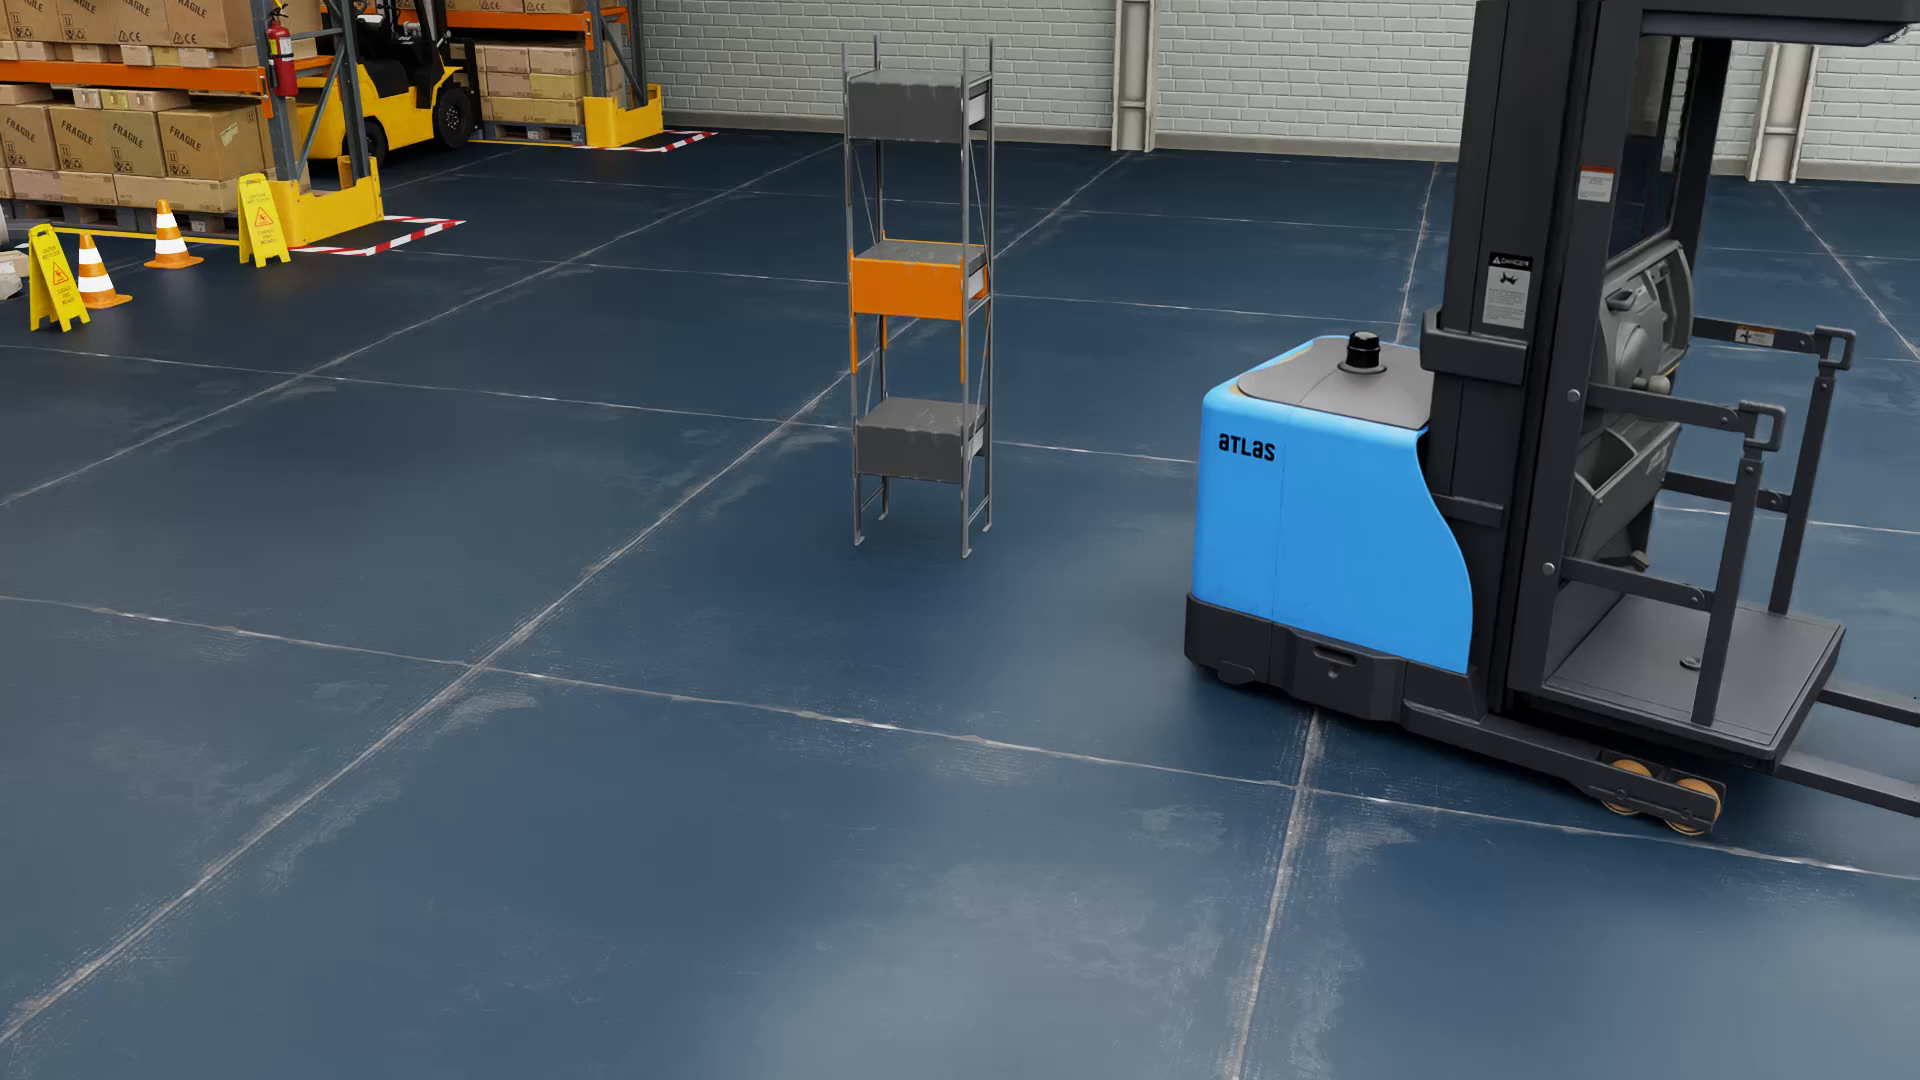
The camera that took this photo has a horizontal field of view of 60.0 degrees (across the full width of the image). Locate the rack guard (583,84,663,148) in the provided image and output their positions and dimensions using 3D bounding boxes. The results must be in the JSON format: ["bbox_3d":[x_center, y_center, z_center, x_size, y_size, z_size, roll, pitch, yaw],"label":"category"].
[{"bbox_3d":[-3.543,-4.490,17.558,0.348,0.500,1.175,7,23,16],"label":"rack guard"}]

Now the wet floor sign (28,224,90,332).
[{"bbox_3d":[-5.730,-1.663,10.474,0.232,0.644,0.267,3,22,6],"label":"wet floor sign"}]

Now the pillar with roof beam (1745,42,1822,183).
[{"bbox_3d":[6.273,-5.949,9.916,0.400,9.000,9.100,7,23,16],"label":"pillar with roof beam"}]

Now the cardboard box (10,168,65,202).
[{"bbox_3d":[-7.316,-2.932,13.534,0.500,0.250,0.500,6,23,15],"label":"cardboard box"}]

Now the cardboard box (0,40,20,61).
[{"bbox_3d":[-7.395,-3.873,13.090,0.250,0.149,0.380,7,23,16],"label":"cardboard box"}]

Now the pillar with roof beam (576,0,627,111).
[{"bbox_3d":[-5.216,-7.265,13.123,0.400,9.000,9.100,7,23,16],"label":"pillar with roof beam"}]

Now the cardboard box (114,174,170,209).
[{"bbox_3d":[-6.342,-2.818,13.257,0.500,0.250,0.500,7,23,16],"label":"cardboard box"}]

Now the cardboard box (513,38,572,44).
[{"bbox_3d":[-4.451,-5.209,17.769,0.500,0.250,0.500,7,23,16],"label":"cardboard box"}]

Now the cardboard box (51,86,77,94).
[{"bbox_3d":[-7.694,-3.531,14.006,0.500,0.500,0.500,7,23,16],"label":"cardboard box"}]

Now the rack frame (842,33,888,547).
[{"bbox_3d":[-0.392,-1.016,6.981,0.015,2.100,0.400,7,23,16],"label":"rack frame"}]

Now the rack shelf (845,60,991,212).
[{"bbox_3d":[-0.158,-1.625,6.655,0.480,0.518,0.431,7,23,16],"label":"rack shelf"}]

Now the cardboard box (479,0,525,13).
[{"bbox_3d":[-4.607,-5.714,17.117,0.500,0.500,0.500,7,23,17],"label":"cardboard box"}]

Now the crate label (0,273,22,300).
[{"bbox_3d":[-6.546,-1.723,11.289,0.298,0.136,0.250,-5,23,-12],"label":"crate label"}]

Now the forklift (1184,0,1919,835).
[{"bbox_3d":[2.304,-0.684,5.076,3.031,2.935,1.130,16,27,33],"label":"forklift"}]

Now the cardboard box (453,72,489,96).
[{"bbox_3d":[-5.100,-4.850,17.553,0.500,0.250,0.500,6,23,14],"label":"cardboard box"}]

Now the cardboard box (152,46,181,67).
[{"bbox_3d":[-5.930,-3.716,12.707,0.250,0.149,0.380,6,23,15],"label":"cardboard box"}]

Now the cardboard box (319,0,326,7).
[{"bbox_3d":[-6.543,-5.939,17.665,0.500,0.500,0.500,7,23,16],"label":"cardboard box"}]

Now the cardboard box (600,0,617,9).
[{"bbox_3d":[-3.960,-5.851,17.449,0.500,0.500,0.500,7,23,17],"label":"cardboard box"}]

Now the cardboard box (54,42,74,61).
[{"bbox_3d":[-6.874,-3.867,13.076,0.250,0.149,0.380,7,23,16],"label":"cardboard box"}]

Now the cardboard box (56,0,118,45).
[{"bbox_3d":[-6.552,-4.101,12.792,0.500,0.500,0.500,6,23,15],"label":"cardboard box"}]

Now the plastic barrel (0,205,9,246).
[{"bbox_3d":[-7.411,-2.330,12.392,0.512,0.421,0.421,-14,26,-30],"label":"plastic barrel"}]

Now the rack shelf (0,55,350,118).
[{"bbox_3d":[-6.911,-3.732,13.363,4.000,0.370,1.077,7,23,16],"label":"rack shelf"}]

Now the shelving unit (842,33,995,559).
[{"bbox_3d":[-0.158,-0.990,6.916,0.503,2.100,0.431,7,23,16],"label":"shelving unit"}]

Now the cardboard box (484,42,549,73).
[{"bbox_3d":[-4.588,-5.025,17.320,0.500,0.250,0.500,7,23,16],"label":"cardboard box"}]

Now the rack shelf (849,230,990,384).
[{"bbox_3d":[-0.158,-0.977,6.921,0.480,0.518,0.431,7,23,16],"label":"rack shelf"}]

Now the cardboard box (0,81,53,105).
[{"bbox_3d":[-7.486,-3.571,13.249,0.250,0.149,0.380,8,24,19],"label":"cardboard box"}]

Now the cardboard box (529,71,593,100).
[{"bbox_3d":[-4.122,-4.743,17.290,0.500,0.250,0.500,6,23,15],"label":"cardboard box"}]

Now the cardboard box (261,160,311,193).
[{"bbox_3d":[-5.689,-2.956,13.595,0.500,0.250,0.500,6,23,15],"label":"cardboard box"}]

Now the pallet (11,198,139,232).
[{"bbox_3d":[-7.001,-2.800,13.818,1.213,0.211,1.003,7,23,16],"label":"pallet"}]

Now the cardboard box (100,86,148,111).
[{"bbox_3d":[-6.449,-3.452,12.961,0.250,0.149,0.380,7,23,16],"label":"cardboard box"}]

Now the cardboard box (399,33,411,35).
[{"bbox_3d":[-6.379,-5.439,18.329,0.500,0.250,0.500,6,23,15],"label":"cardboard box"}]

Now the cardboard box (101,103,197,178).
[{"bbox_3d":[-6.339,-3.164,13.112,0.500,0.500,0.500,7,23,17],"label":"cardboard box"}]

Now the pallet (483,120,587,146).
[{"bbox_3d":[-4.310,-4.428,17.786,1.213,0.211,1.003,7,23,16],"label":"pallet"}]

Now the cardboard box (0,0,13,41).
[{"bbox_3d":[-7.521,-4.212,13.062,0.500,0.500,0.500,6,23,15],"label":"cardboard box"}]

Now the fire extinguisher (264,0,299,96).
[{"bbox_3d":[-5.020,-3.630,12.268,0.183,0.674,0.296,7,23,16],"label":"fire extinguisher"}]

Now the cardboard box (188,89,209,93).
[{"bbox_3d":[-8.639,-5.324,18.873,0.625,0.625,0.875,6,23,15],"label":"cardboard box"}]

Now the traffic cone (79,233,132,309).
[{"bbox_3d":[-5.776,-1.810,11.072,0.334,0.463,0.336,7,23,16],"label":"traffic cone"}]

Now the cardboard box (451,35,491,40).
[{"bbox_3d":[-5.415,-5.326,18.055,0.500,0.250,0.500,6,23,14],"label":"cardboard box"}]

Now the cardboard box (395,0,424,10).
[{"bbox_3d":[-5.582,-5.822,17.378,0.500,0.500,0.500,7,23,16],"label":"cardboard box"}]

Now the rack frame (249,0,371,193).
[{"bbox_3d":[-4.996,-3.845,12.692,0.127,3.000,1.000,7,23,16],"label":"rack frame"}]

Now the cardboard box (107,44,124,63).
[{"bbox_3d":[-6.390,-3.812,12.942,0.250,0.149,0.380,7,23,16],"label":"cardboard box"}]

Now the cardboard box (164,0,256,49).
[{"bbox_3d":[-5.596,-3.989,12.518,0.500,0.500,0.500,6,23,15],"label":"cardboard box"}]

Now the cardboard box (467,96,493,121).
[{"bbox_3d":[-5.057,-4.624,17.661,0.500,0.250,0.500,7,23,16],"label":"cardboard box"}]

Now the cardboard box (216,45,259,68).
[{"bbox_3d":[-5.416,-3.692,12.650,0.250,0.149,0.380,7,23,17],"label":"cardboard box"}]

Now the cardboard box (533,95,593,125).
[{"bbox_3d":[-4.107,-4.508,17.378,0.500,0.250,0.500,7,23,16],"label":"cardboard box"}]

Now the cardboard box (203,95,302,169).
[{"bbox_3d":[-5.712,-3.306,13.458,0.500,0.500,0.500,6,23,14],"label":"cardboard box"}]

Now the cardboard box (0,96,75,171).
[{"bbox_3d":[-7.327,-3.278,13.391,0.500,0.500,0.500,8,24,18],"label":"cardboard box"}]
